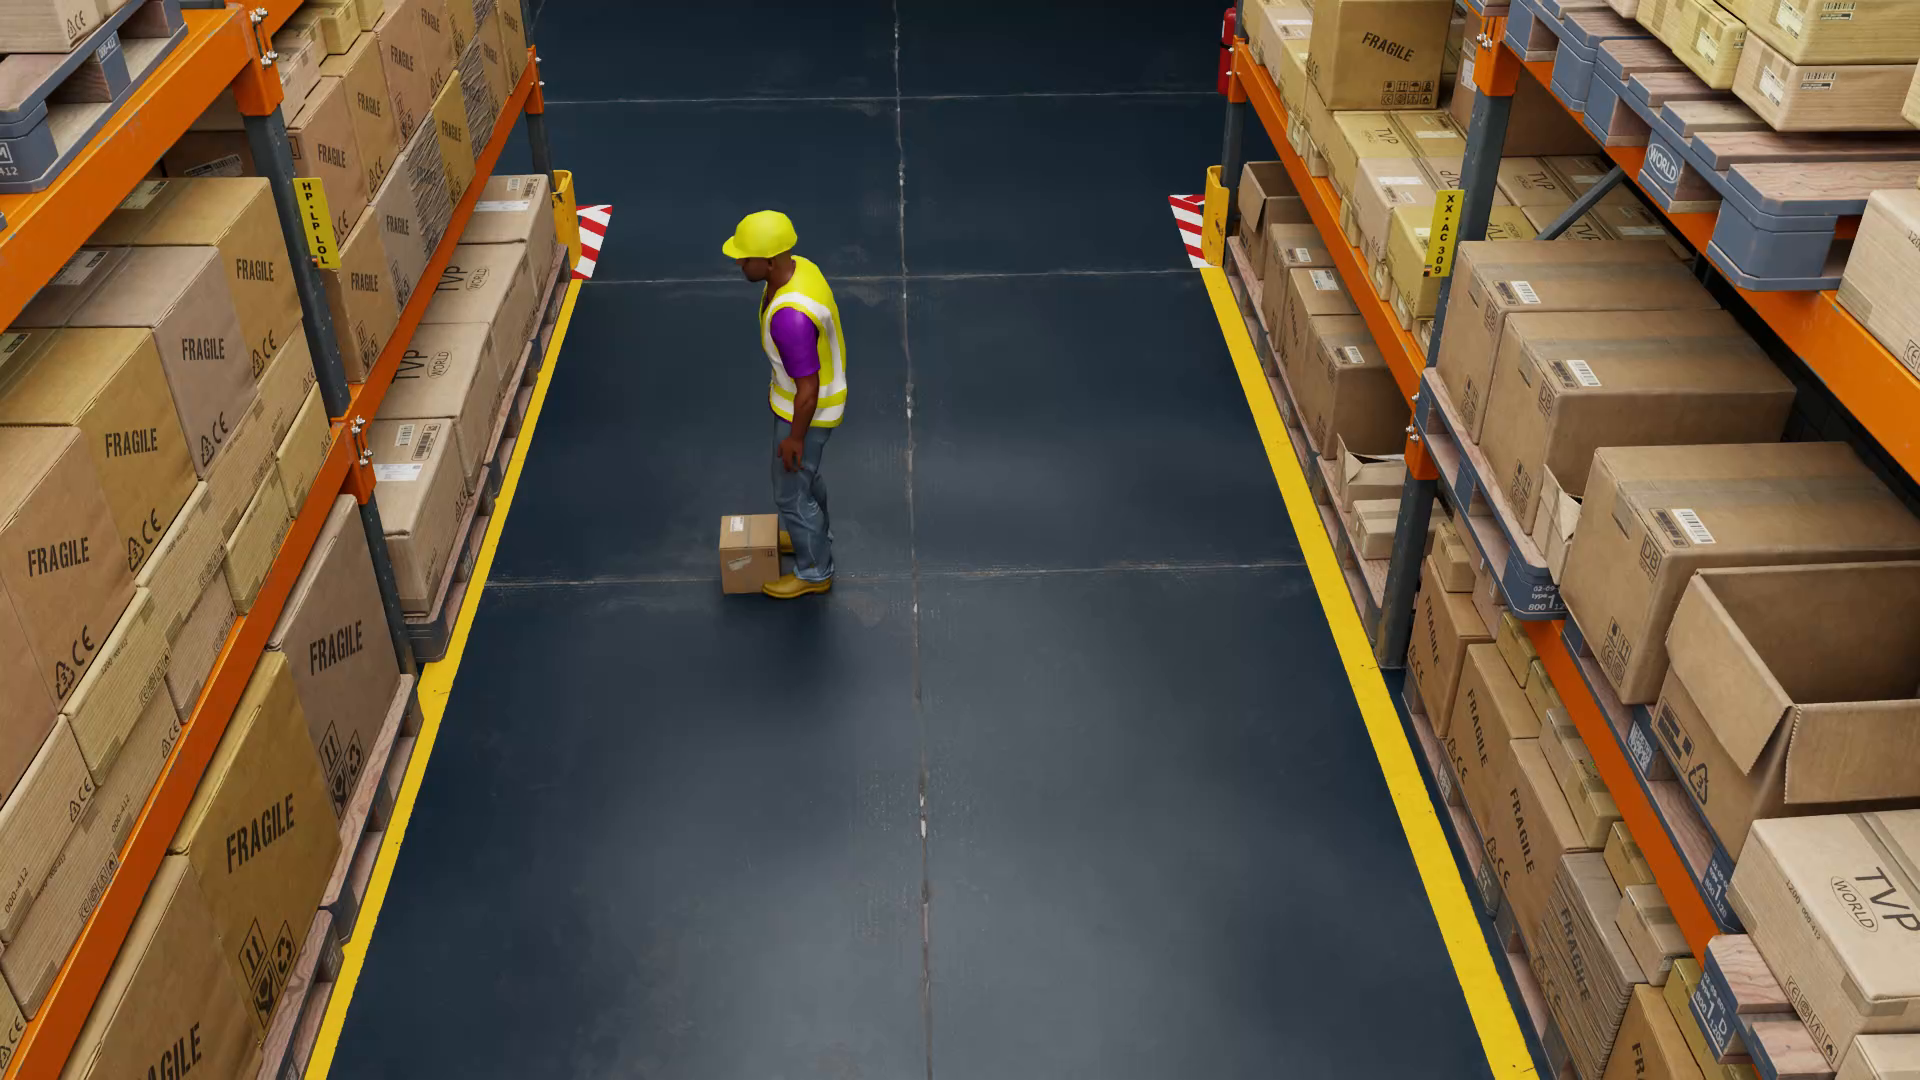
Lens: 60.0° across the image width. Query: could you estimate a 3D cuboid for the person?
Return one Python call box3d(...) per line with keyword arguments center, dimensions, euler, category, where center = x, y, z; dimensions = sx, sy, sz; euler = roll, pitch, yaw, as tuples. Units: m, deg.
box3d(center=(-0.698, -0.565, 6.936), dimensions=(0.460, 1.759, 0.629), euler=(-3, 35, -5), category="person")
